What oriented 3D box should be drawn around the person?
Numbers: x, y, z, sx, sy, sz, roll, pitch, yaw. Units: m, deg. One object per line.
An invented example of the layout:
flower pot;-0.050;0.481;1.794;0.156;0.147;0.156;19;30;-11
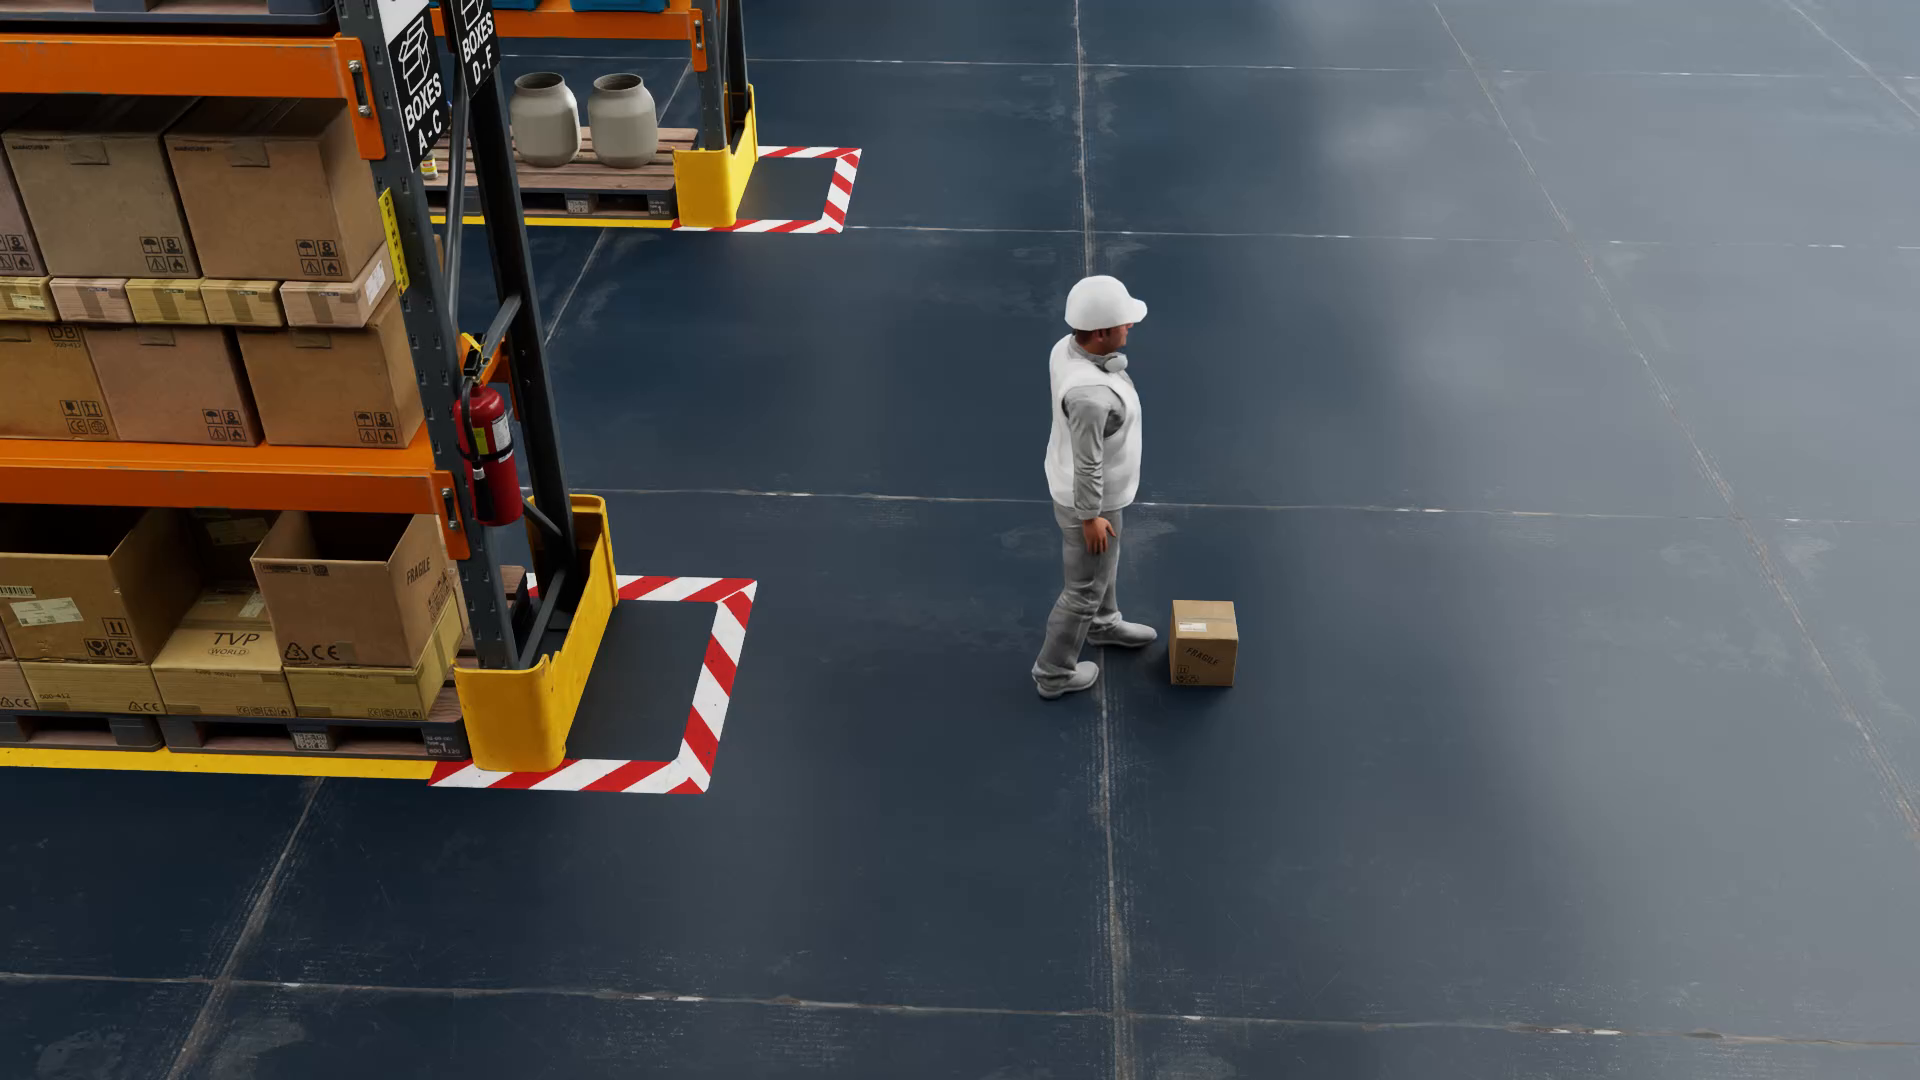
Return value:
person;0.557;-0.217;6.431;0.563;1.784;0.566;-2;36;-3
